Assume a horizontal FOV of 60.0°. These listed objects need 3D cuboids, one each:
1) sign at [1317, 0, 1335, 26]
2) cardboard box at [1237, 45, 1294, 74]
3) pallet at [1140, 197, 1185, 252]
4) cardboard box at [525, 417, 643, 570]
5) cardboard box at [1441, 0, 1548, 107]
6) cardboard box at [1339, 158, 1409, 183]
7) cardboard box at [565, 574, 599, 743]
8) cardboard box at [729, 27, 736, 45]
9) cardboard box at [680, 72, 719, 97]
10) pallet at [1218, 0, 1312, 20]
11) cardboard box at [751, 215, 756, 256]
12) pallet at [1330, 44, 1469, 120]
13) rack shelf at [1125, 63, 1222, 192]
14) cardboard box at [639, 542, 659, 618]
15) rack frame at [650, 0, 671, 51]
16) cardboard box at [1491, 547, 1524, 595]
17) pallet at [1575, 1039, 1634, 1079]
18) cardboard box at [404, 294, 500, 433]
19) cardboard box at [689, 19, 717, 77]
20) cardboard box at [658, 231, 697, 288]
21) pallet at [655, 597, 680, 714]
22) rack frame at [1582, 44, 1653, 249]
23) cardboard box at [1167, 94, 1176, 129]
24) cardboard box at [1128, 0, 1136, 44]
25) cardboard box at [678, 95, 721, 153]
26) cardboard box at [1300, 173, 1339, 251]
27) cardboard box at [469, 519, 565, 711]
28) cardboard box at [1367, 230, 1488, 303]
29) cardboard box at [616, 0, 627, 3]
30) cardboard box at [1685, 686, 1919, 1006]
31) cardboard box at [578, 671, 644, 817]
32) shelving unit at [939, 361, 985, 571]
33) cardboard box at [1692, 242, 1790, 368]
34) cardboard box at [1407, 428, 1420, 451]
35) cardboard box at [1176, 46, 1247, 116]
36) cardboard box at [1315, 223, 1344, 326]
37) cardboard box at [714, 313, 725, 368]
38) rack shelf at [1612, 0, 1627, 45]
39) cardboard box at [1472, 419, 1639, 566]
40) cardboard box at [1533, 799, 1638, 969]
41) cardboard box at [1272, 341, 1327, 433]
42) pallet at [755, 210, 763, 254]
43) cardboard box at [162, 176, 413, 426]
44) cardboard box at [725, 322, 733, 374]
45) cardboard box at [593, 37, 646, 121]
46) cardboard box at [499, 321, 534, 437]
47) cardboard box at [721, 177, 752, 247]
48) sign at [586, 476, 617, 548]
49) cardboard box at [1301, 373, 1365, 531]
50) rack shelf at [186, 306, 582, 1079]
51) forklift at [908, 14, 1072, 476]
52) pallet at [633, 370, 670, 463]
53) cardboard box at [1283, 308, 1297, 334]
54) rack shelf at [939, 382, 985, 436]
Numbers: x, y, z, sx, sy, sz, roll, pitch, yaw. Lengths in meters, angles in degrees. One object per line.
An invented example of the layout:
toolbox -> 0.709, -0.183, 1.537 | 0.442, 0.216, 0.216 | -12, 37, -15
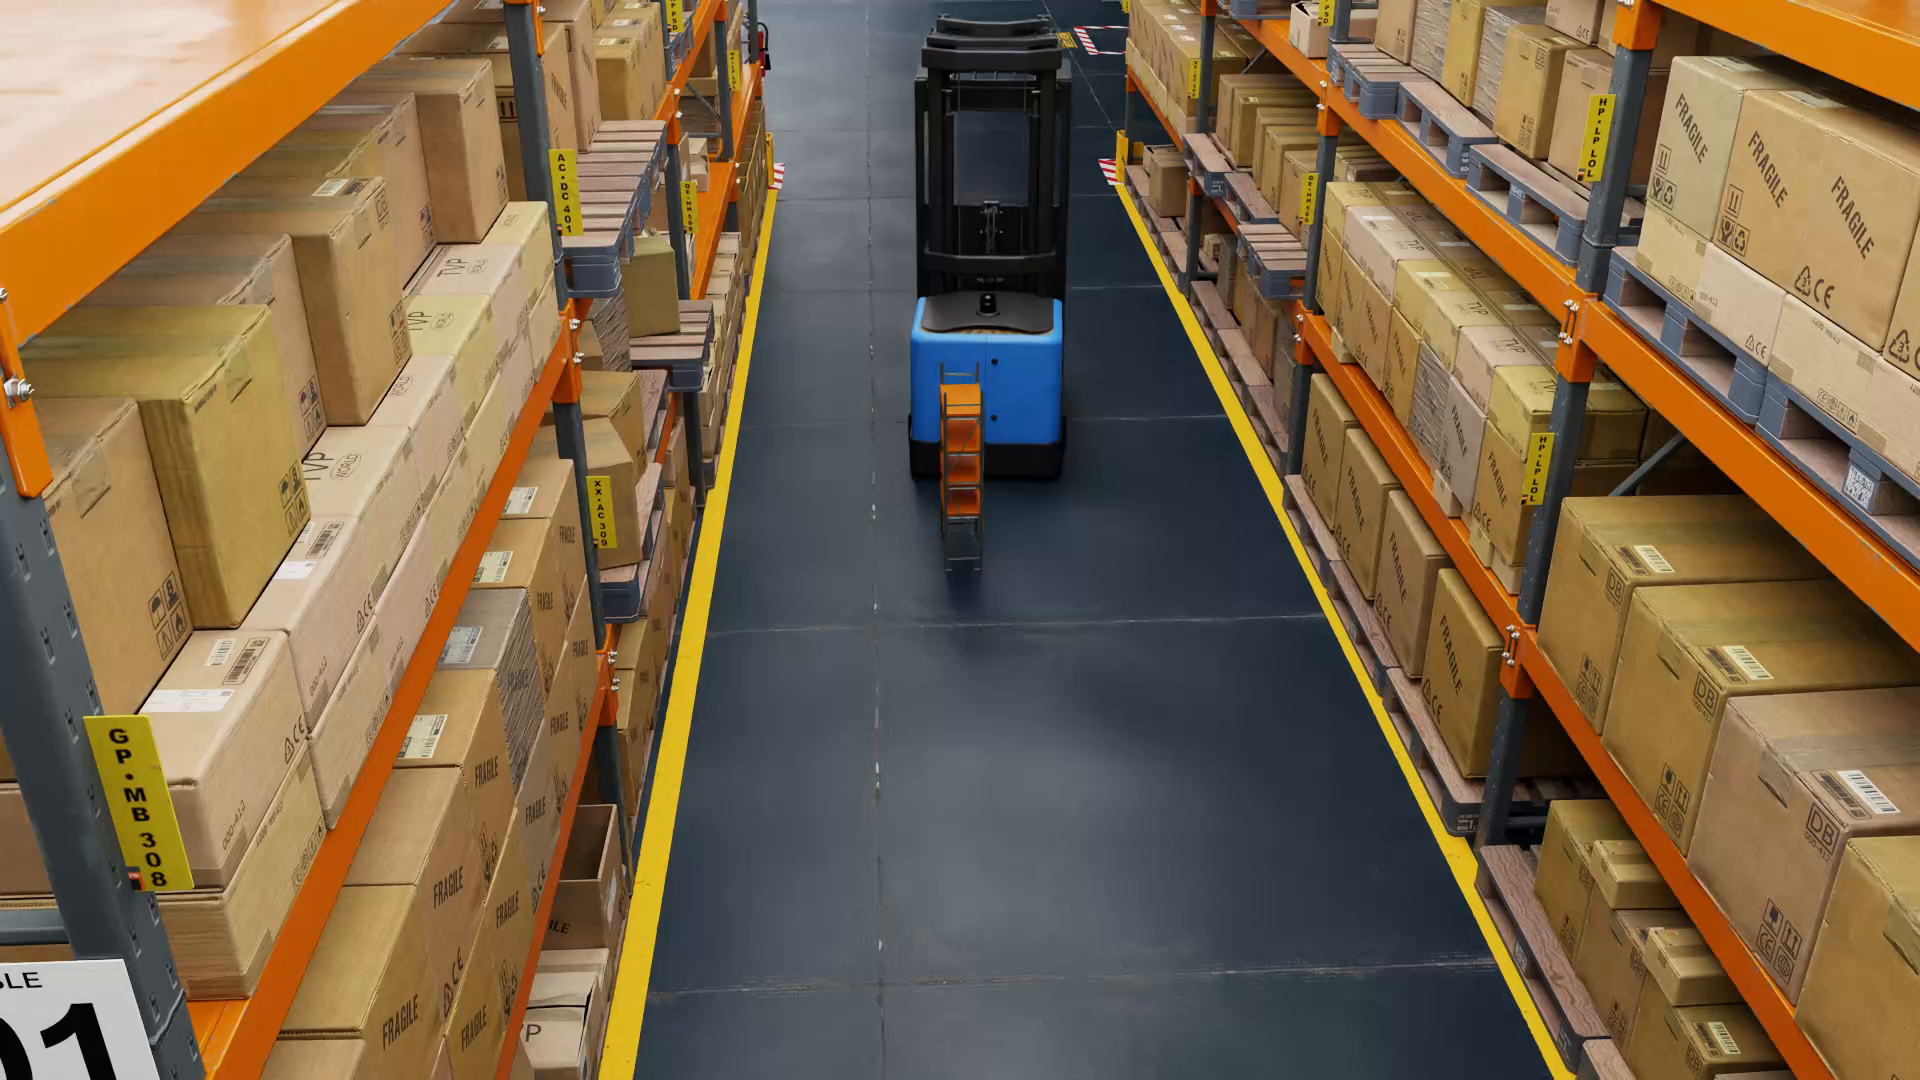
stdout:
sign -> 2.190, -3.227, 9.890 | 0.100, 0.325, 0.005 | -1, 28, -3
cardboard box -> 2.707, -4.024, 14.551 | 0.500, 0.500, 0.500 | -2, 28, -4
pallet -> 2.386, -3.164, 16.589 | 1.003, 0.211, 1.213 | -1, 28, -3
cardboard box -> -1.807, -0.166, 7.262 | 0.700, 0.500, 0.500 | -11, 29, -20
cardboard box -> 2.911, -2.527, 8.524 | 0.700, 0.500, 0.500 | 0, 28, 0
cardboard box -> 2.684, -2.365, 10.756 | 0.380, 0.149, 0.250 | -5, 28, -9
cardboard box -> -1.724, 0.469, 6.498 | 0.500, 0.500, 0.500 | -1, 28, -2
cardboard box -> -2.353, -4.815, 15.928 | 0.380, 0.149, 0.250 | -1, 28, -1
cardboard box -> -2.244, -3.866, 14.109 | 0.380, 0.149, 0.250 | -1, 28, -3
pallet -> 2.506, -4.007, 12.148 | 1.213, 0.211, 1.003 | -1, 28, -3
cardboard box -> -2.166, -2.825, 15.442 | 0.500, 0.250, 0.500 | -1, 28, -3
pallet -> 2.819, -2.630, 9.509 | 1.213, 0.211, 1.003 | 0, 28, 0
rack shelf -> 2.419, -4.131, 16.206 | 1.077, 0.370, 4.000 | -1, 28, -3
cardboard box -> -1.840, 0.179, 8.580 | 0.500, 0.250, 0.500 | -1, 28, -3
rack frame -> -2.215, -4.218, 9.107 | 1.000, 3.000, 0.127 | -1, 28, -3
cardboard box -> 2.640, 0.121, 7.524 | 0.380, 0.149, 0.250 | -1, 28, -2
pallet -> 2.969, 2.322, 6.070 | 1.003, 0.211, 1.213 | -1, 28, -3
cardboard box -> -1.663, -0.516, 4.874 | 0.500, 0.250, 0.500 | -1, 28, -3
cardboard box -> -2.453, -4.230, 14.105 | 0.700, 0.500, 0.500 | -1, 28, -2
cardboard box -> -2.068, -1.936, 11.315 | 0.500, 0.311, 0.500 | -2, 28, -3
pallet -> -2.153, 0.586, 9.398 | 1.003, 0.211, 1.213 | -1, 28, -3
rack frame -> 2.941, -2.492, 5.797 | 1.000, 3.000, 0.127 | -1, 28, -3
cardboard box -> 2.178, -3.911, 15.145 | 0.500, 0.250, 0.500 | -1, 28, -2
cardboard box -> 2.039, -5.421, 17.230 | 0.500, 0.500, 0.500 | -1, 28, -3
cardboard box -> -2.453, -3.655, 14.405 | 0.700, 0.500, 0.500 | -2, 28, -4
cardboard box -> 2.697, -2.136, 11.017 | 0.700, 0.500, 0.500 | -5, 28, -9
cardboard box -> -1.692, 0.265, 5.808 | 0.500, 0.500, 0.500 | -2, 28, -4
cardboard box -> 2.557, -1.502, 9.124 | 0.500, 0.250, 0.500 | -1, 28, -2
cardboard box -> -2.295, -3.216, 10.137 | 0.500, 0.250, 0.500 | -3, 28, -6
cardboard box -> 3.033, 0.959, 5.344 | 0.980, 0.700, 0.700 | -3, 28, -5
cardboard box -> -1.788, 0.973, 7.868 | 0.500, 0.500, 0.500 | -3, 28, -5
shelving unit -> 0.009, -0.456, 10.326 | 0.258, 1.200, 0.503 | -1, 28, -3
cardboard box -> 2.726, -0.765, 5.330 | 0.500, 0.250, 0.500 | -2, 28, -4
cardboard box -> 2.615, -0.590, 8.887 | 0.380, 0.149, 0.250 | -1, 28, -1
cardboard box -> 2.190, -4.012, 14.529 | 0.500, 0.500, 0.500 | -1, 28, -3
cardboard box -> 2.502, -1.634, 10.188 | 0.500, 0.500, 0.500 | -1, 28, -1
cardboard box -> -2.009, -1.501, 12.297 | 0.500, 0.311, 0.500 | -2, 28, -4
rack shelf -> 2.836, -2.920, 7.827 | 1.077, 0.370, 4.000 | -1, 28, -3
cardboard box -> 2.665, -0.224, 7.485 | 0.500, 0.500, 0.500 | -2, 28, -3
cardboard box -> 2.877, 1.438, 6.999 | 0.700, 0.500, 0.500 | -1, 28, -2
cardboard box -> 2.642, -1.097, 11.838 | 0.700, 0.500, 0.500 | -1, 28, -2
pallet -> -2.490, -3.102, 16.469 | 1.003, 0.211, 1.213 | -1, 28, -3
cardboard box -> -1.848, -0.613, 4.248 | 0.700, 0.500, 0.500 | -1, 28, -3
cardboard box -> -2.036, -1.483, 12.869 | 0.500, 0.250, 0.500 | -1, 28, -2
cardboard box -> -2.105, -2.256, 8.480 | 0.910, 0.500, 0.500 | -1, 28, -3
cardboard box -> -1.699, -0.525, 5.432 | 0.500, 0.250, 0.500 | -1, 28, -3
cardboard box -> -2.135, -2.927, 14.826 | 0.500, 0.500, 0.500 | -1, 28, -3
sign -> -1.464, -0.111, 6.784 | 0.100, 0.325, 0.005 | -1, 28, -3
cardboard box -> 2.639, -0.570, 10.469 | 0.750, 0.750, 0.750 | -2, 28, -3
rack shelf -> -1.902, 0.202, 4.654 | 1.077, 0.370, 4.000 | -1, 28, -3
forklift -> 0.241, -2.383, 12.150 | 1.130, 2.935, 3.031 | 1, 28, 2
pallet -> -2.109, -0.575, 8.817 | 1.003, 0.211, 1.213 | -1, 28, -3
cardboard box -> 2.675, -1.695, 12.172 | 0.500, 0.250, 0.500 | -1, 28, -2
rack shelf -> 0.009, -0.804, 10.144 | 0.258, 0.148, 0.480 | -1, 28, -3
